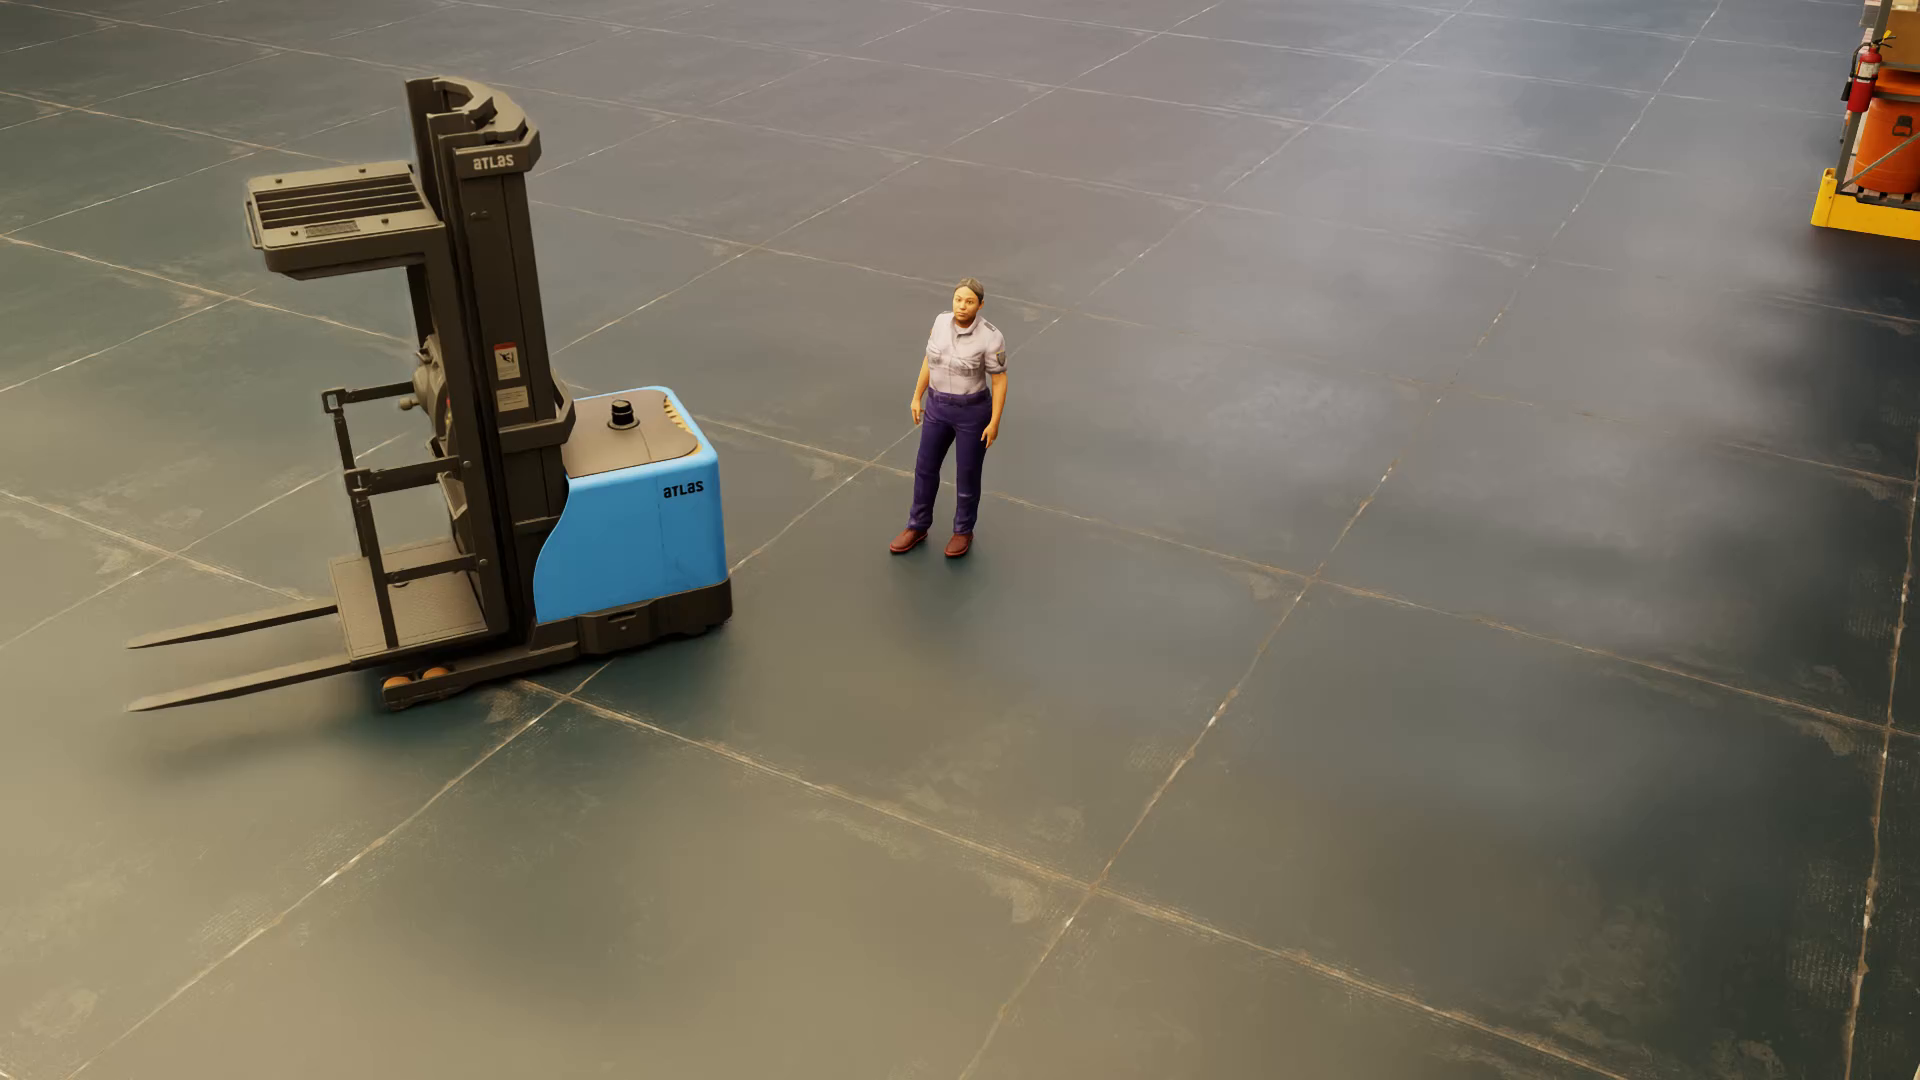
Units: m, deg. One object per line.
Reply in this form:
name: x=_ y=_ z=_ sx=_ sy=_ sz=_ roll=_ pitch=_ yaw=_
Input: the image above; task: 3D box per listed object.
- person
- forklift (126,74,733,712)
person: x=-0.064 y=-0.686 z=9.529 sx=0.598 sy=1.651 sz=0.502 roll=15 pitch=33 yaw=25
forklift: x=-2.813 y=-0.705 z=8.292 sx=3.031 sy=2.935 sz=1.130 roll=-13 pitch=32 yaw=-21
